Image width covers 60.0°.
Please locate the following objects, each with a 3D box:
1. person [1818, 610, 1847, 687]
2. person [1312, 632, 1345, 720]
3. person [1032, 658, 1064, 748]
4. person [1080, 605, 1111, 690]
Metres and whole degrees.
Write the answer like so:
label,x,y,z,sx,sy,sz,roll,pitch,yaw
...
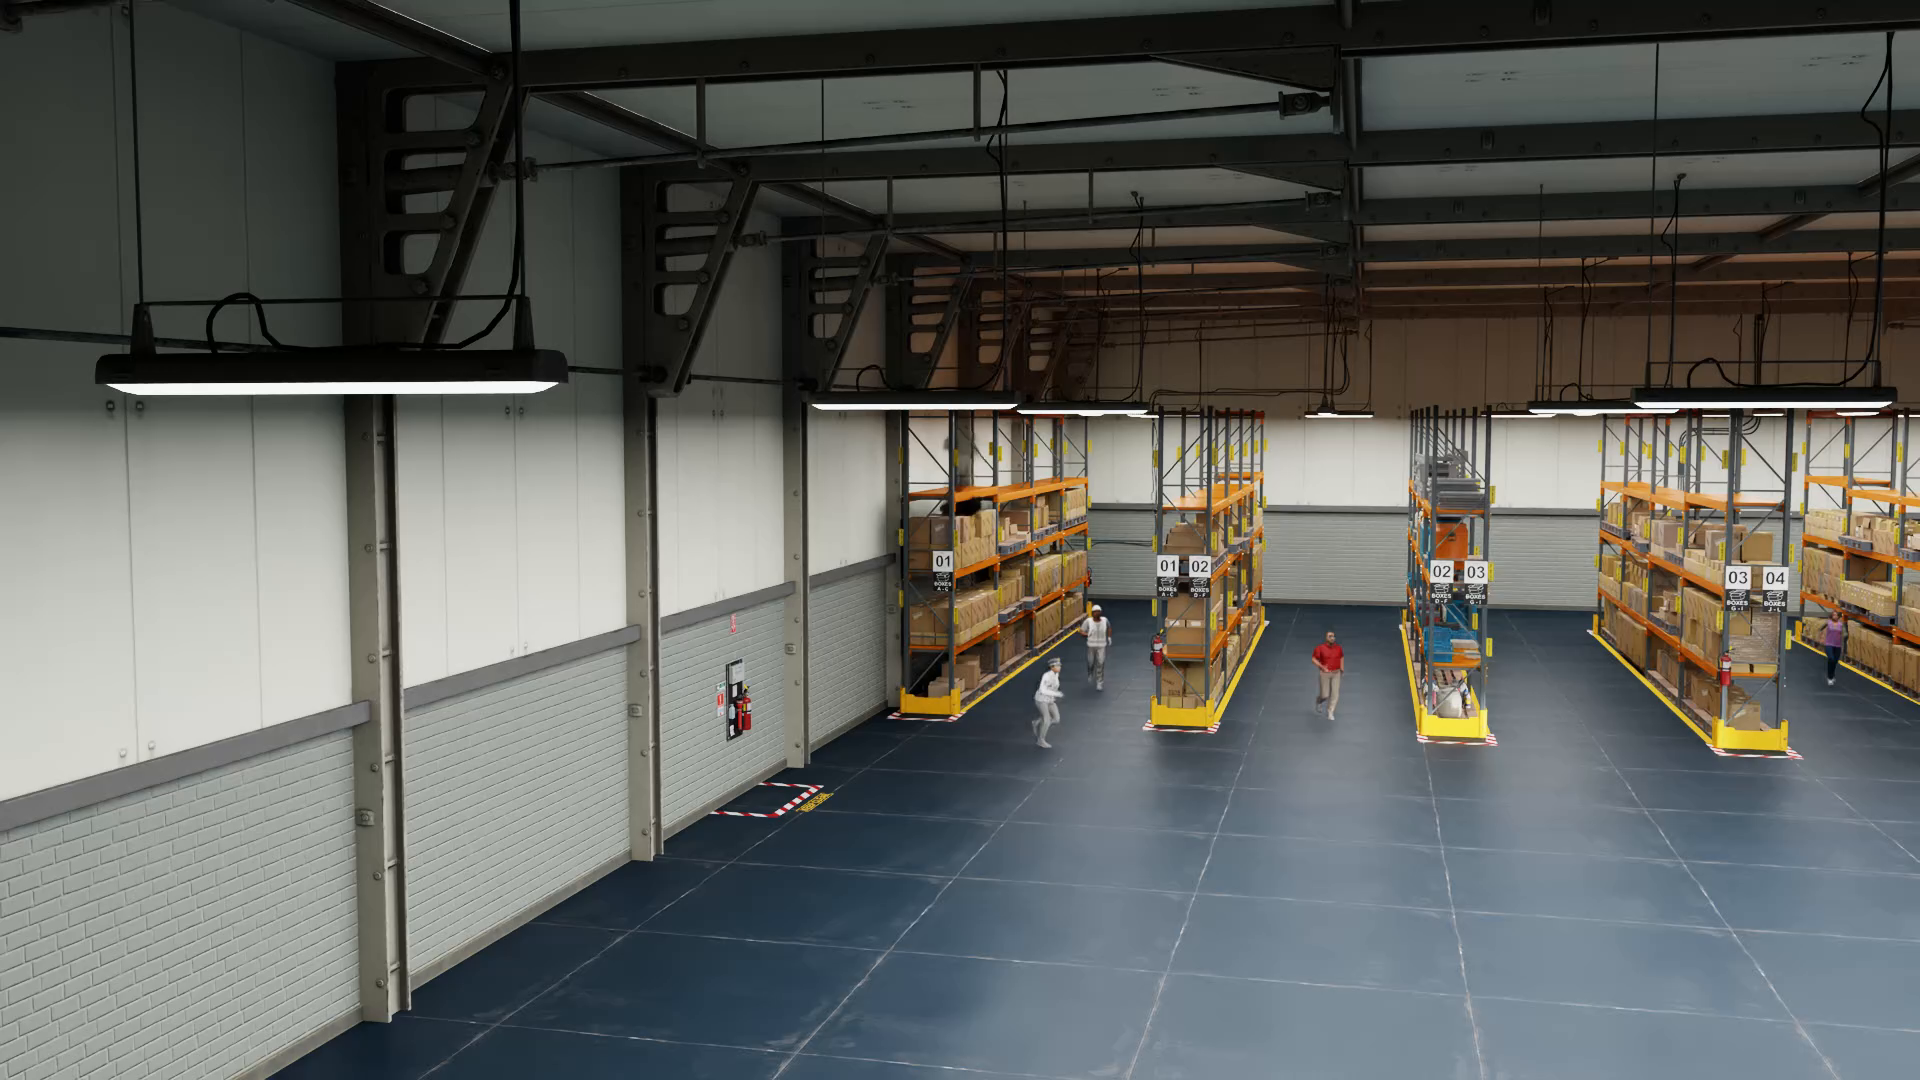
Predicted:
label,x,y,z,sx,sy,sz,roll,pitch,yaw
person,18.923,2.335,36.052,0.507,1.648,0.728,1,4,10
person,7.080,2.590,31.914,0.658,1.683,0.679,-1,4,-8
person,1.562,2.844,29.104,0.631,1.616,0.604,3,5,37
person,2.900,2.265,35.480,0.704,1.767,0.943,0,4,-4
